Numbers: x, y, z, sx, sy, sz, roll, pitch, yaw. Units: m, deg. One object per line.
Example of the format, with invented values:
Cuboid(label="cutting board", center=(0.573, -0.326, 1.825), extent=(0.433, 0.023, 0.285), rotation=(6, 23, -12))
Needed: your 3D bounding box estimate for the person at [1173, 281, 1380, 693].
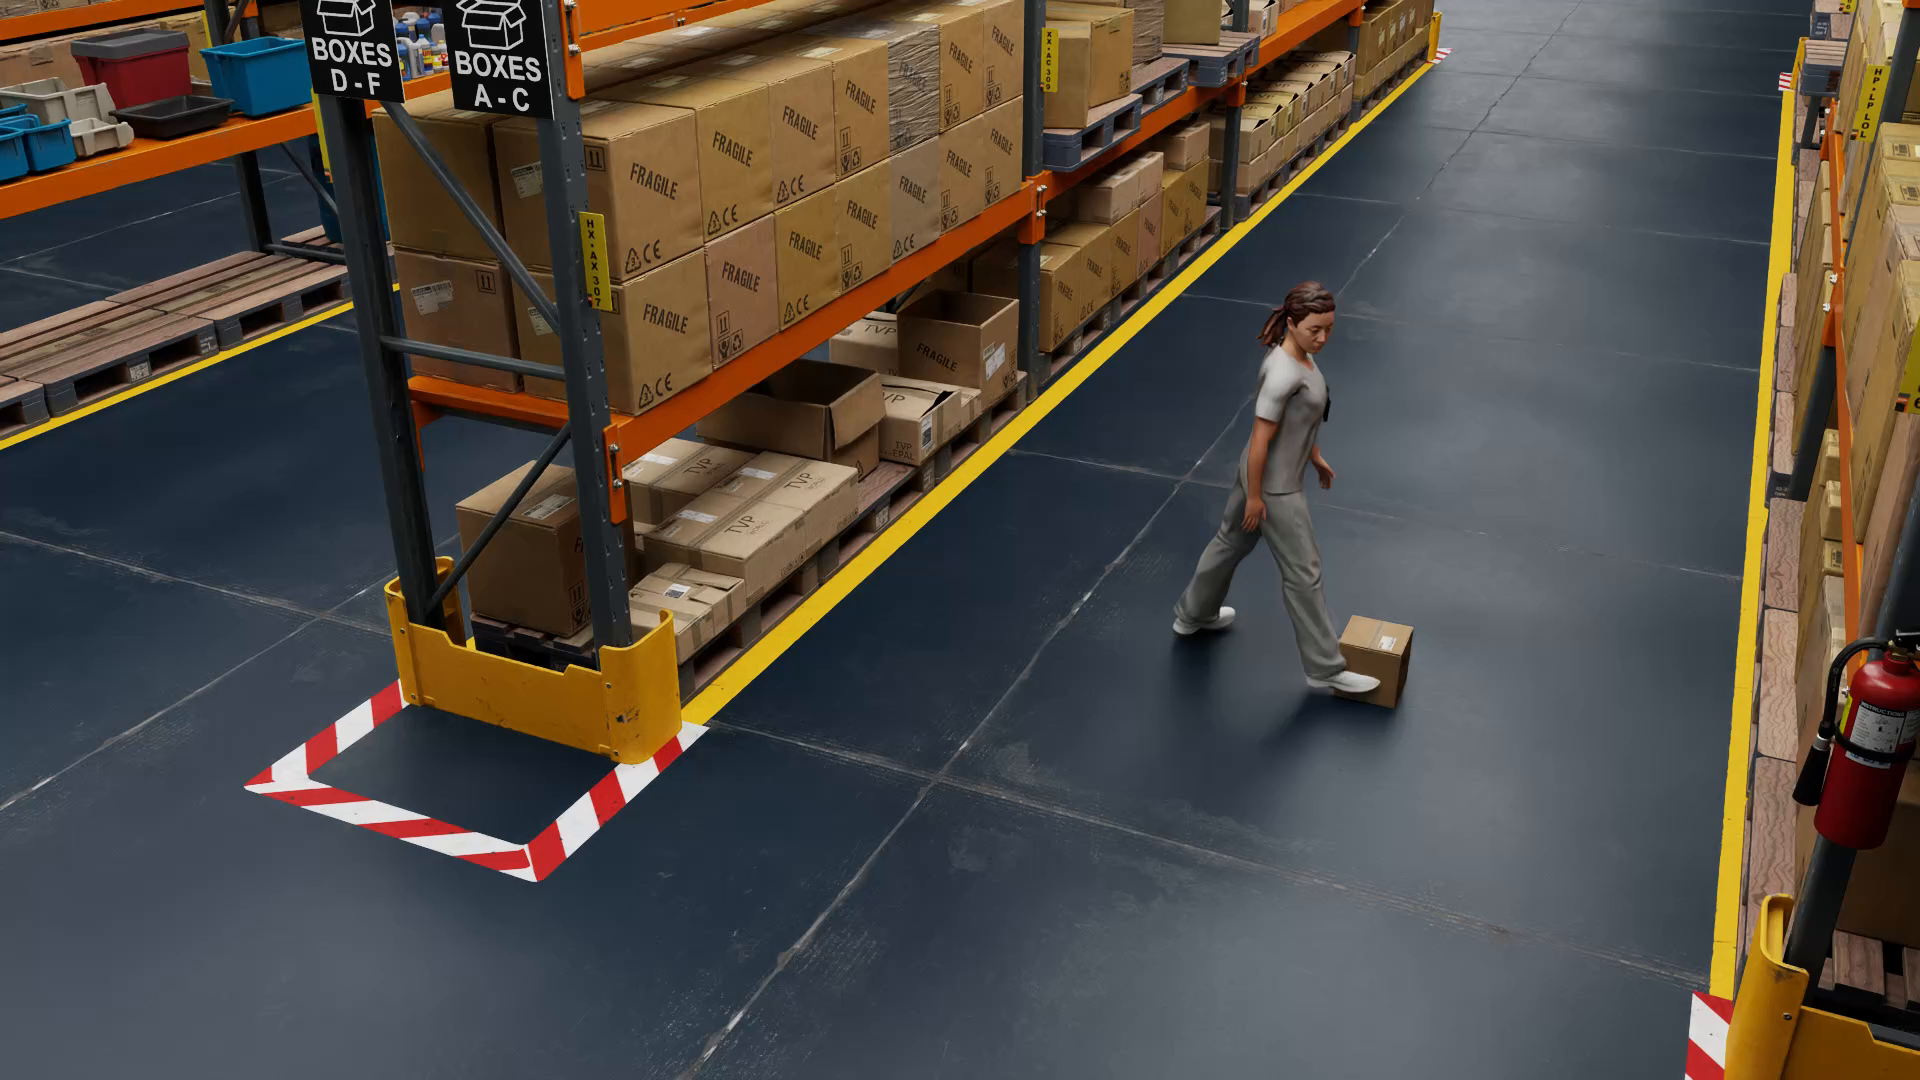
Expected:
Cuboid(label="person", center=(1.306, -0.246, 6.601), extent=(0.851, 1.634, 0.603), rotation=(4, 27, 9))
